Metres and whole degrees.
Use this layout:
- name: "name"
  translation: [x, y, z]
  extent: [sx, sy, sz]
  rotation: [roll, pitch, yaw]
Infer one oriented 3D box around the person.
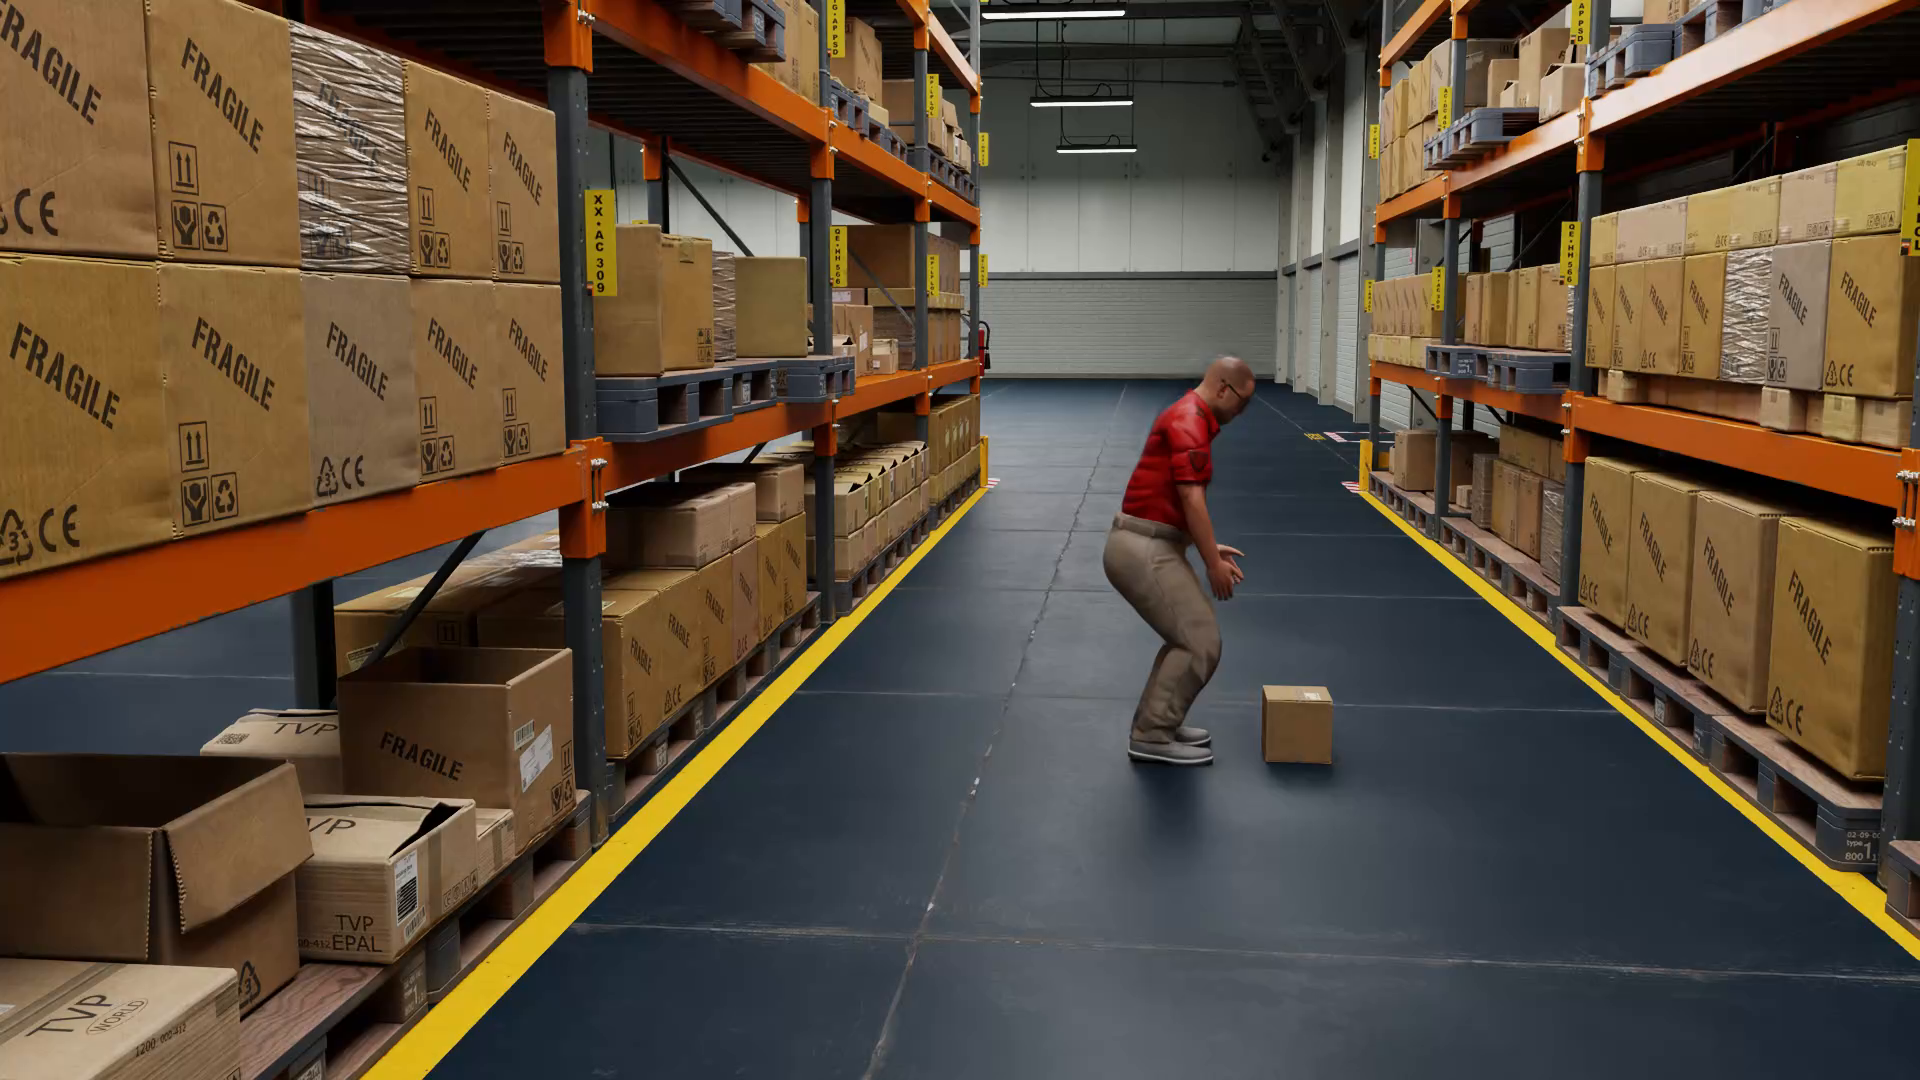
- name: "person"
  translation: [0.871, 0.066, 6.521]
  extent: [0.535, 1.566, 0.581]
  rotation: [1, 8, 7]
